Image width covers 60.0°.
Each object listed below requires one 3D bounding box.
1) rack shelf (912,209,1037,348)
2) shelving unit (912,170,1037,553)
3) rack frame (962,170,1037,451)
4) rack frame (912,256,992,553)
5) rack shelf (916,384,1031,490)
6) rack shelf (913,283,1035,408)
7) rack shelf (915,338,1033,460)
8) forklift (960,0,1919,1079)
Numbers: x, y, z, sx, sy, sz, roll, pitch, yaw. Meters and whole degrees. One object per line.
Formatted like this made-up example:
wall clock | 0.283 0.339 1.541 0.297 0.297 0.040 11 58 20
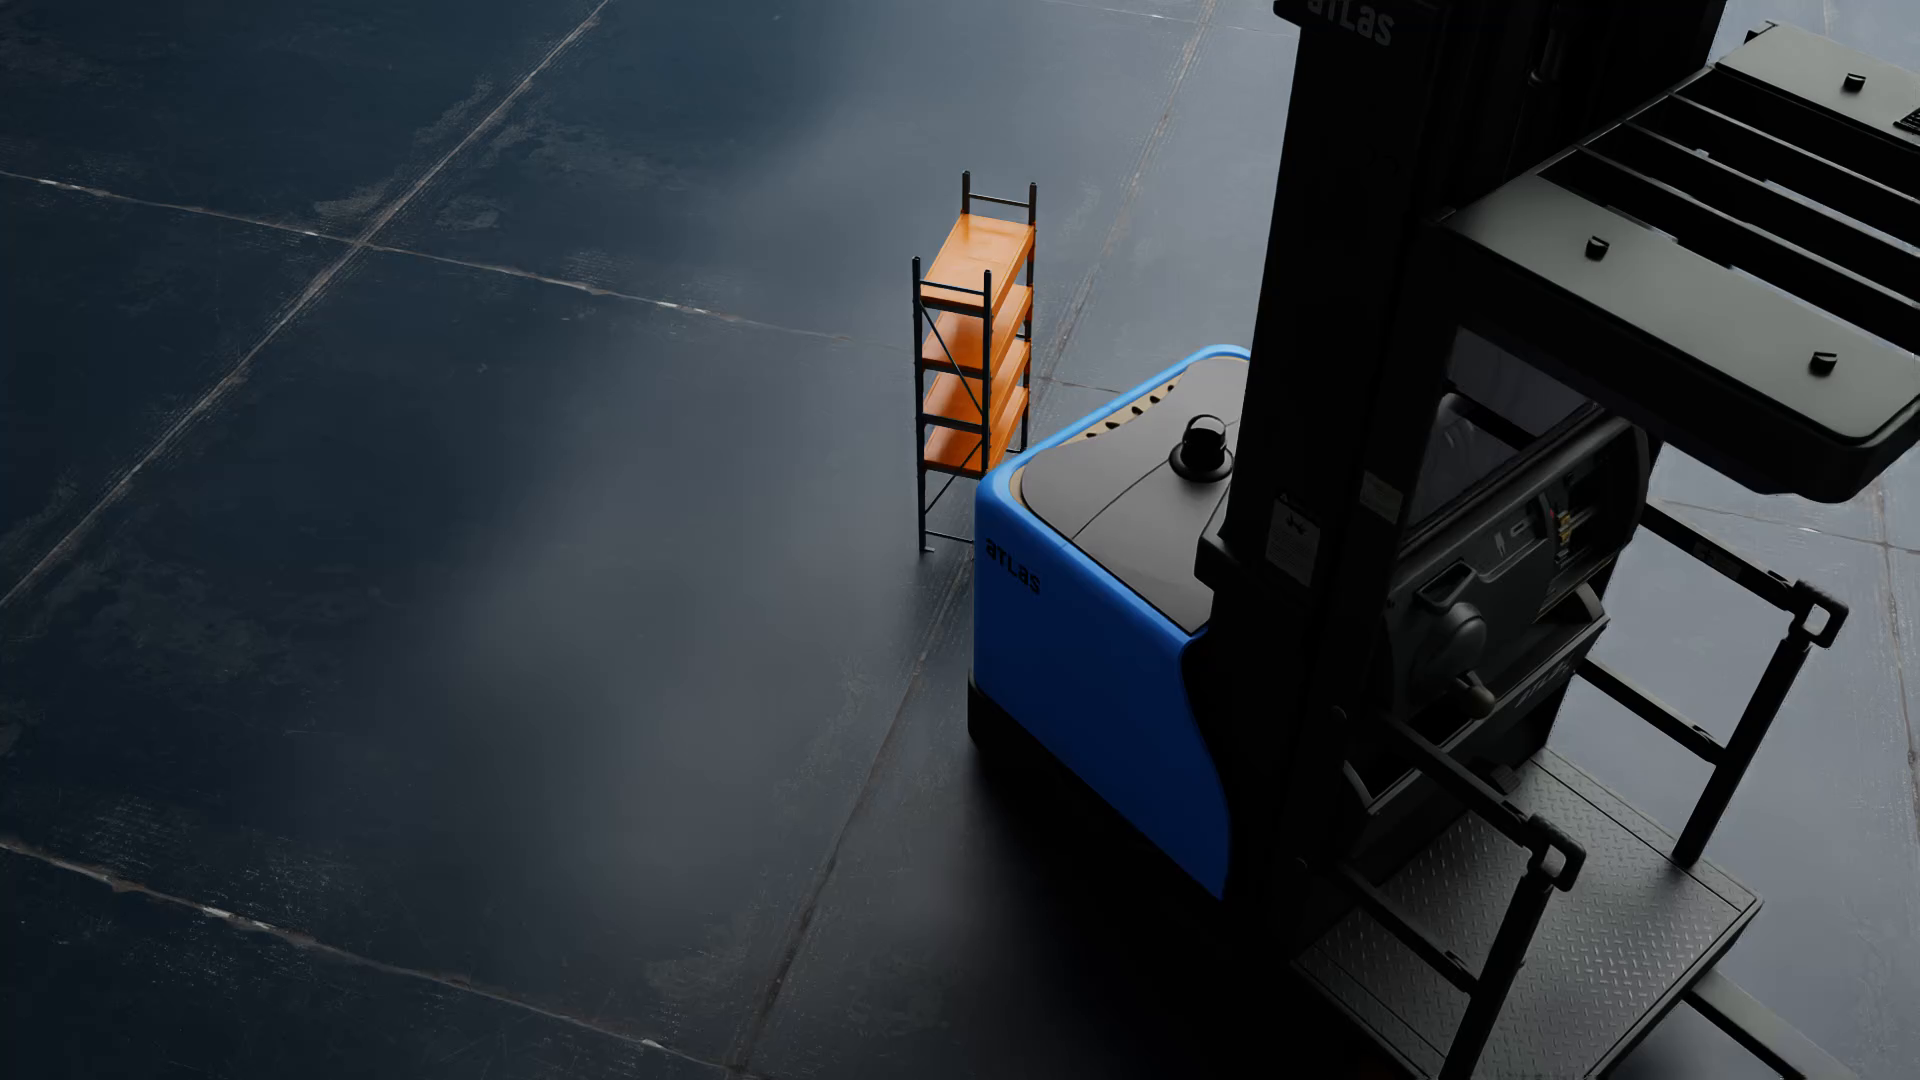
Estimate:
rack shelf | 0.050 -0.820 5.168 0.258 0.148 0.480 13 46 13
shelving unit | 0.050 -0.539 5.443 0.258 1.200 0.503 13 46 13
rack frame | 0.124 -0.702 5.609 0.240 1.200 0.015 13 46 13
rack frame | -0.024 -0.377 5.277 0.240 1.200 0.015 13 46 13
rack shelf | 0.050 -0.349 5.629 0.258 0.148 0.480 13 46 13
rack shelf | 0.050 -0.651 5.334 0.258 0.148 0.480 13 46 13
rack shelf | 0.050 -0.491 5.490 0.258 0.148 0.480 13 46 13
forklift | 1.341 0.111 3.541 1.130 2.935 3.031 -31 52 -28
